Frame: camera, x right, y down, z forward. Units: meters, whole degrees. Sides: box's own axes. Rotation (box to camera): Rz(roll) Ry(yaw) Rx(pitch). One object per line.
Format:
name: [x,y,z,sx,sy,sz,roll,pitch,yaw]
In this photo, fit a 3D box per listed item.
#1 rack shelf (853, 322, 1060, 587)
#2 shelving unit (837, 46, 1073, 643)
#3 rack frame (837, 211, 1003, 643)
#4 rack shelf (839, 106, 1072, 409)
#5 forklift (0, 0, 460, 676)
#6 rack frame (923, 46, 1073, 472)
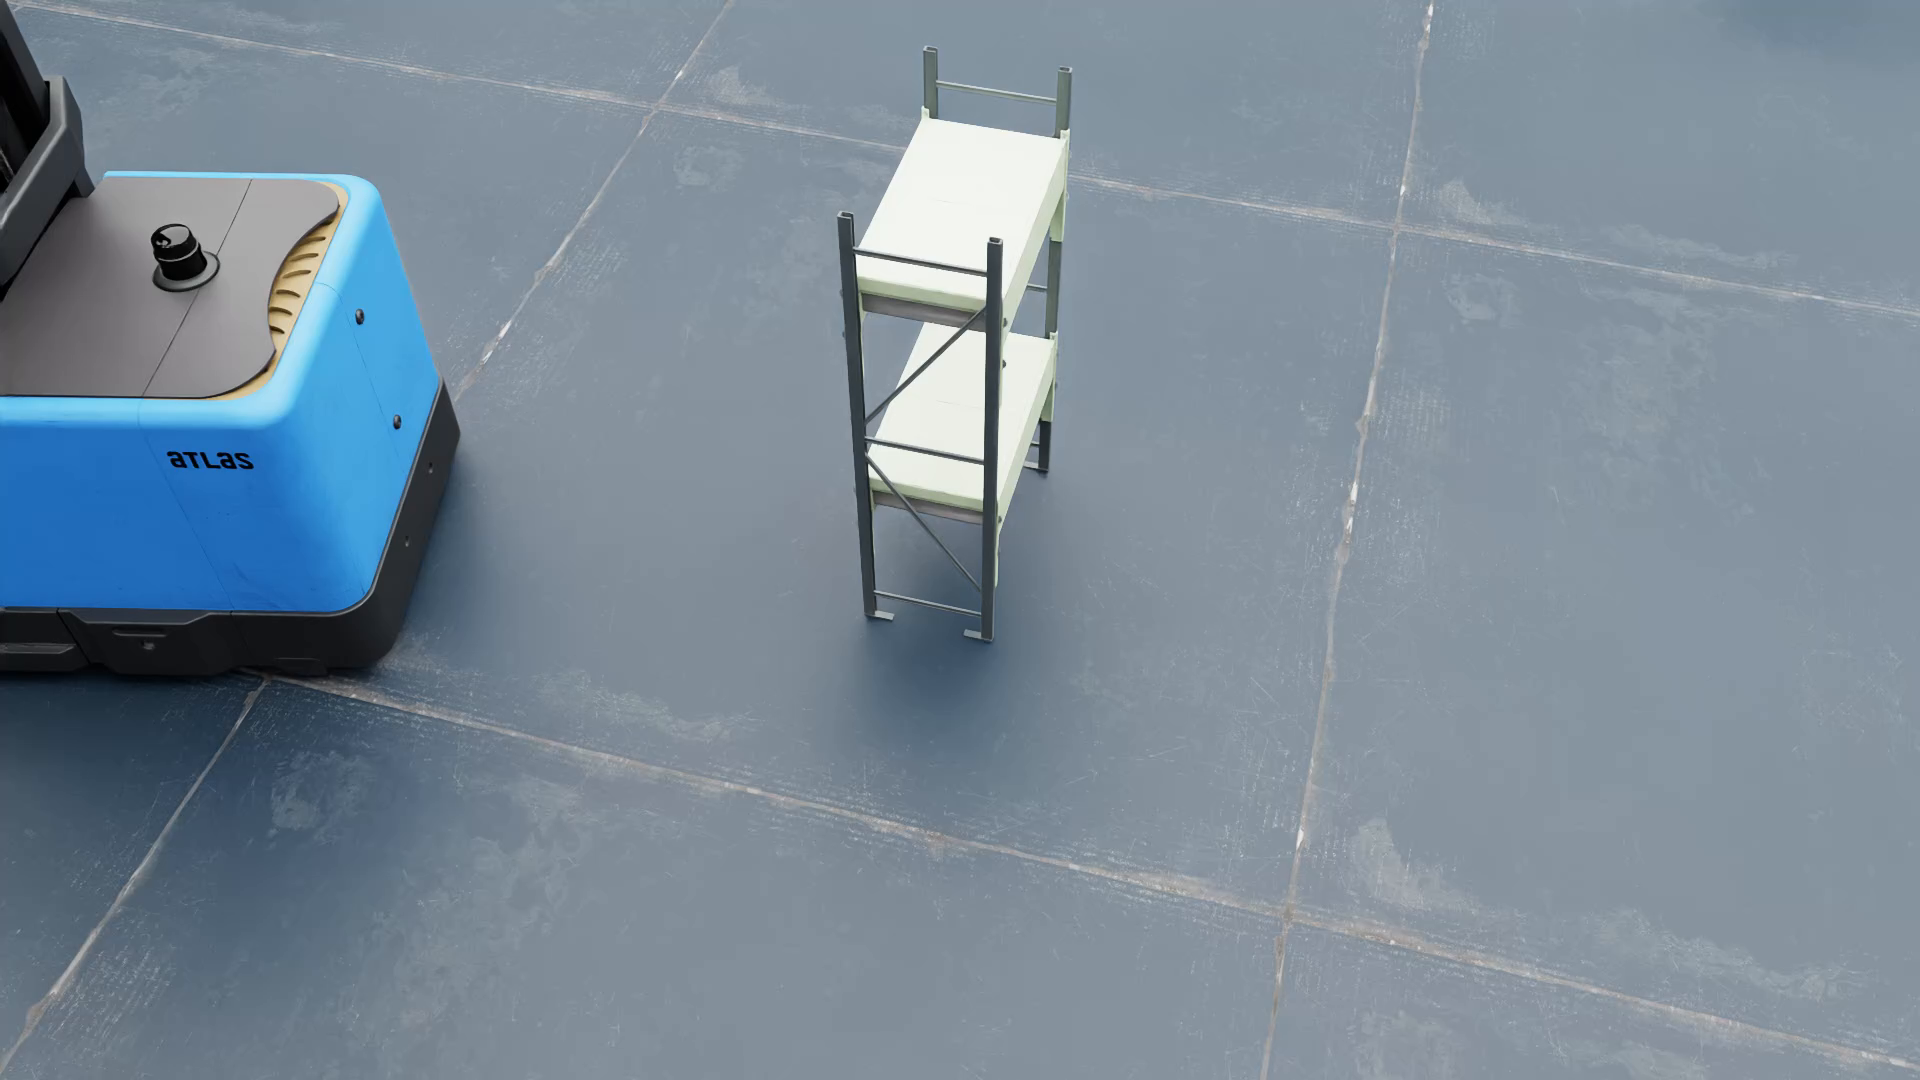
rack shelf: [0.002,-0.285,4.936,0.431,0.370,0.720,12,50,10]
shelving unit: [0.002,-0.501,4.692,0.431,1.500,0.755,12,50,10]
rack frame: [-0.095,-0.236,4.458,0.400,1.500,0.023,12,50,10]
rack shelf: [0.002,-0.759,4.399,0.431,0.370,0.720,12,50,10]
forklift: [-3.164,-0.970,4.151,3.031,2.935,1.130,1,49,1]
rack frame: [0.098,-0.766,4.926,0.400,1.500,0.023,12,50,10]
